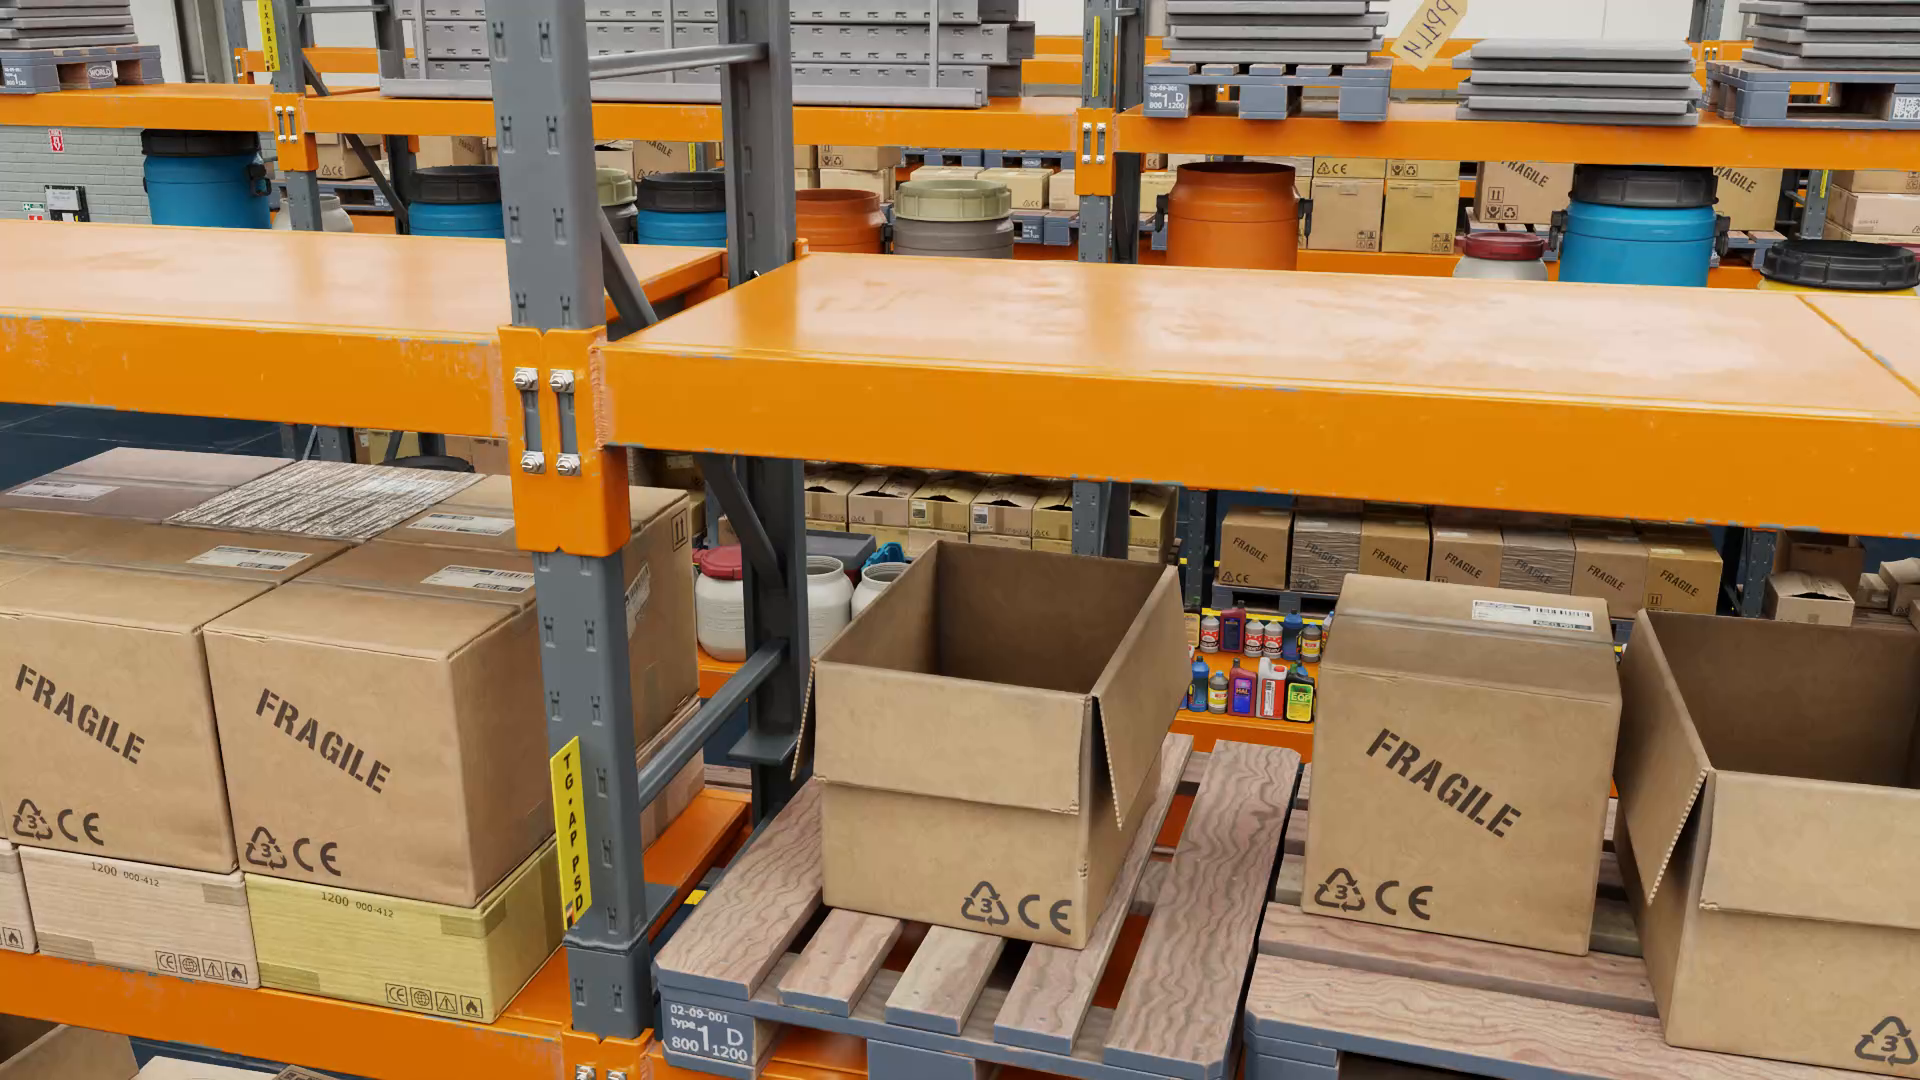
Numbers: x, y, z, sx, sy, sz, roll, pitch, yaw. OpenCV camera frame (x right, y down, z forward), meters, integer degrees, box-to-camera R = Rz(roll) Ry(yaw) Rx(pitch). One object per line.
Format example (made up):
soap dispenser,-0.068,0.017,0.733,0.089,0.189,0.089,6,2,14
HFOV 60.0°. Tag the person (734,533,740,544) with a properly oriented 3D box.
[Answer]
person,-1.404,-0.030,12.159,0.417,1.600,0.454,5,19,15
